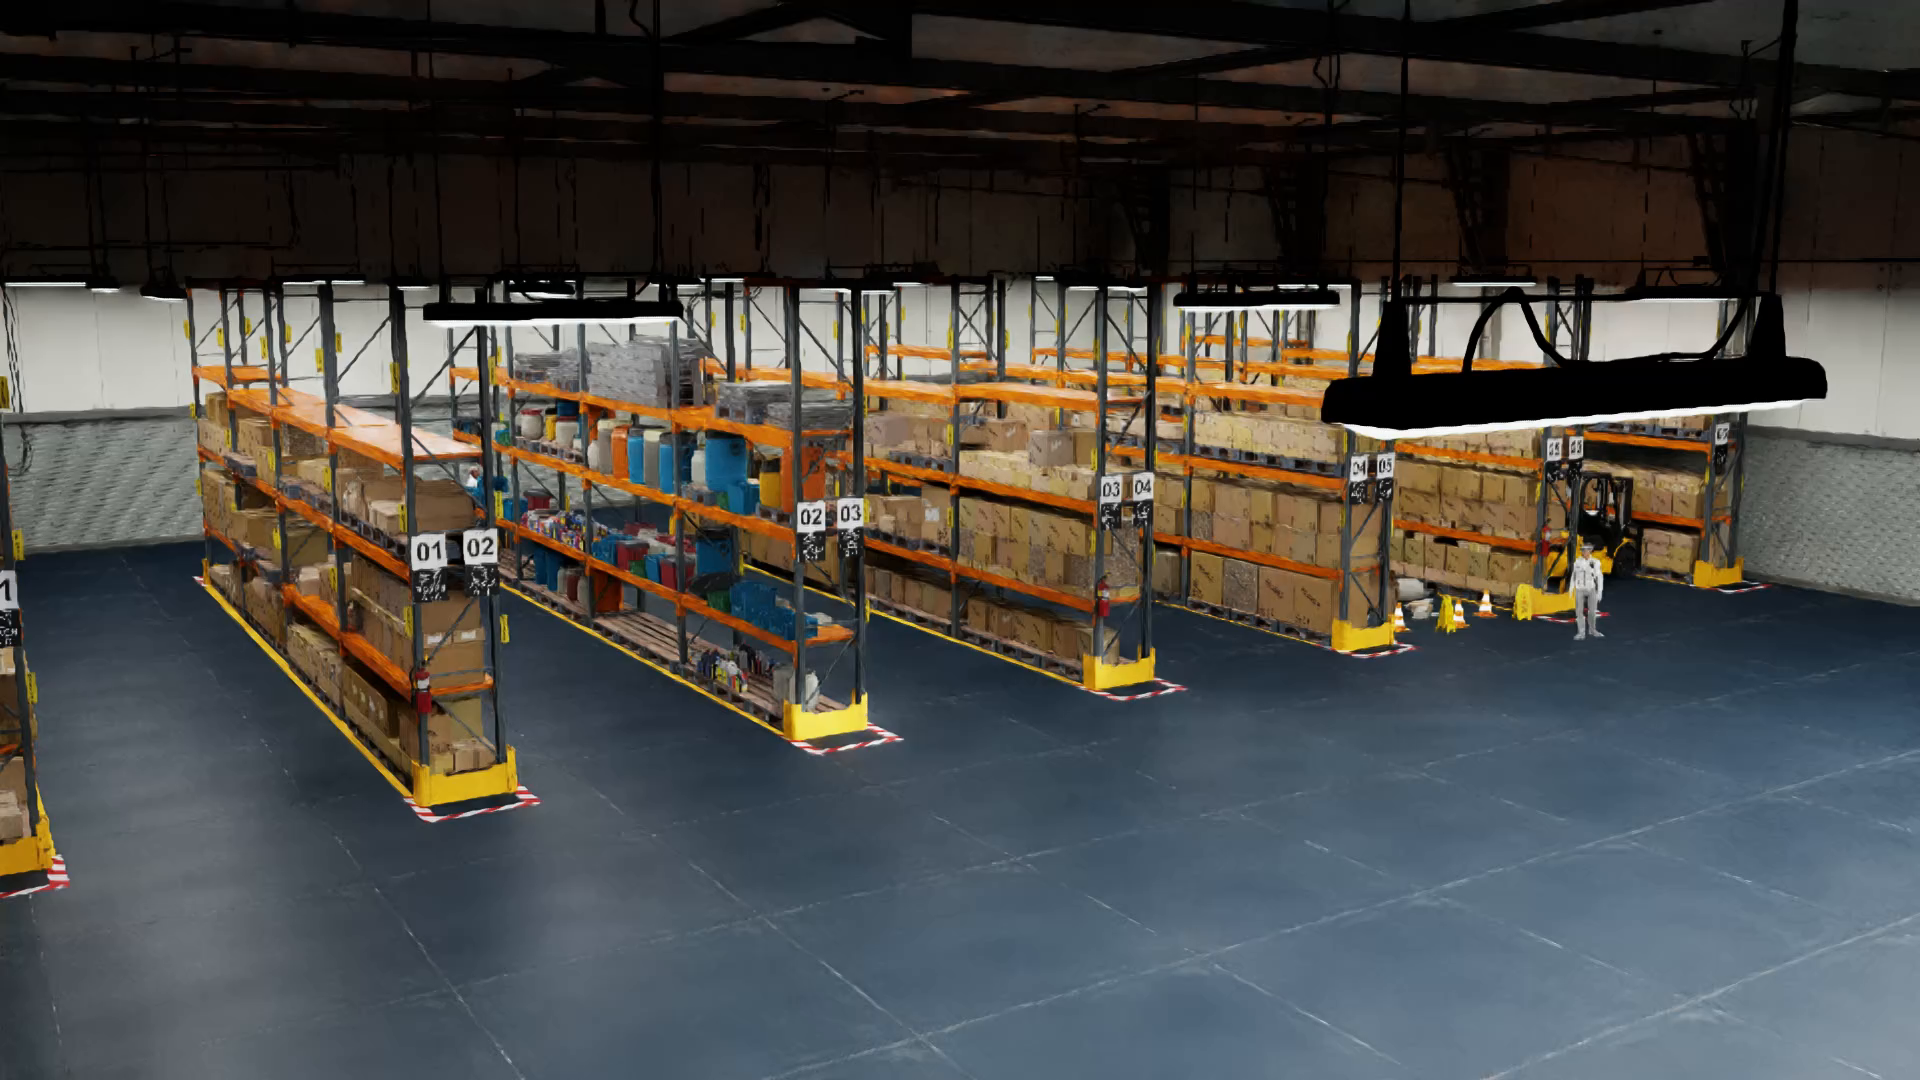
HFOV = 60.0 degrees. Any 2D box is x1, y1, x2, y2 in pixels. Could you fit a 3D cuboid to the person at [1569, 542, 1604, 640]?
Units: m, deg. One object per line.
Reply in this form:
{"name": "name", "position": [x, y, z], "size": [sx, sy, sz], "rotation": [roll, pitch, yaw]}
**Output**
{"name": "person", "position": [10.596, 0.842, 28.077], "size": [0.571, 1.662, 0.524], "rotation": [6, 11, 32]}

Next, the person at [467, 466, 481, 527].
{"name": "person", "position": [-10.903, -0.732, 37.169], "size": [0.532, 1.702, 0.759], "rotation": [0, 10, -2]}
